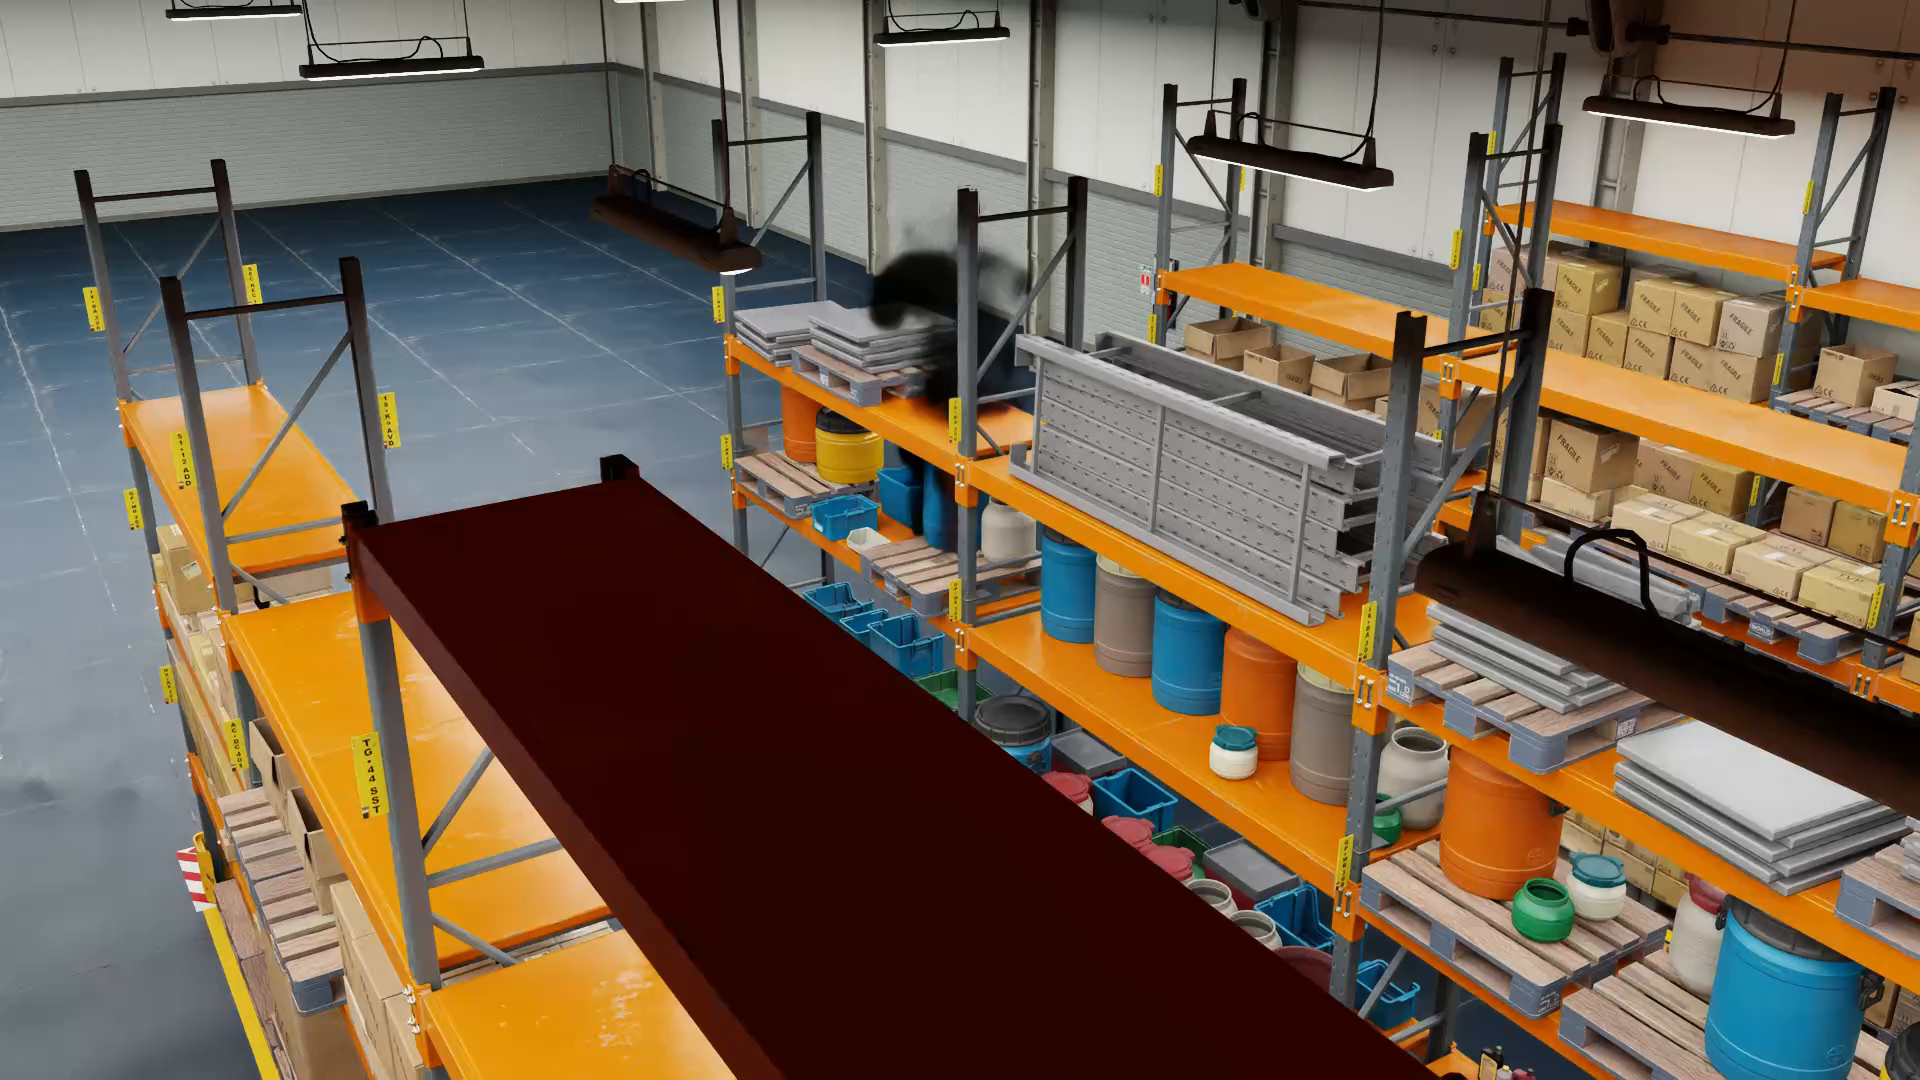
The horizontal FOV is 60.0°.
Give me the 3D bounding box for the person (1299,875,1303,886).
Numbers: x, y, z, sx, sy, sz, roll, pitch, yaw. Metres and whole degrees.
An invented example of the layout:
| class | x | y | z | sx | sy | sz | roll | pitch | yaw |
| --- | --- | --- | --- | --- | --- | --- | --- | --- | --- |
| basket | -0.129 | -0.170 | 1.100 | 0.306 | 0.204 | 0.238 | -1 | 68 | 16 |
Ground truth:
| class | x | y | z | sx | sy | sz | roll | pitch | yaw |
| --- | --- | --- | --- | --- | --- | --- | --- | --- | --- |
| person | 2.577 | 2.069 | 13.817 | 0.805 | 1.807 | 0.692 | 19 | 29 | 39 |
